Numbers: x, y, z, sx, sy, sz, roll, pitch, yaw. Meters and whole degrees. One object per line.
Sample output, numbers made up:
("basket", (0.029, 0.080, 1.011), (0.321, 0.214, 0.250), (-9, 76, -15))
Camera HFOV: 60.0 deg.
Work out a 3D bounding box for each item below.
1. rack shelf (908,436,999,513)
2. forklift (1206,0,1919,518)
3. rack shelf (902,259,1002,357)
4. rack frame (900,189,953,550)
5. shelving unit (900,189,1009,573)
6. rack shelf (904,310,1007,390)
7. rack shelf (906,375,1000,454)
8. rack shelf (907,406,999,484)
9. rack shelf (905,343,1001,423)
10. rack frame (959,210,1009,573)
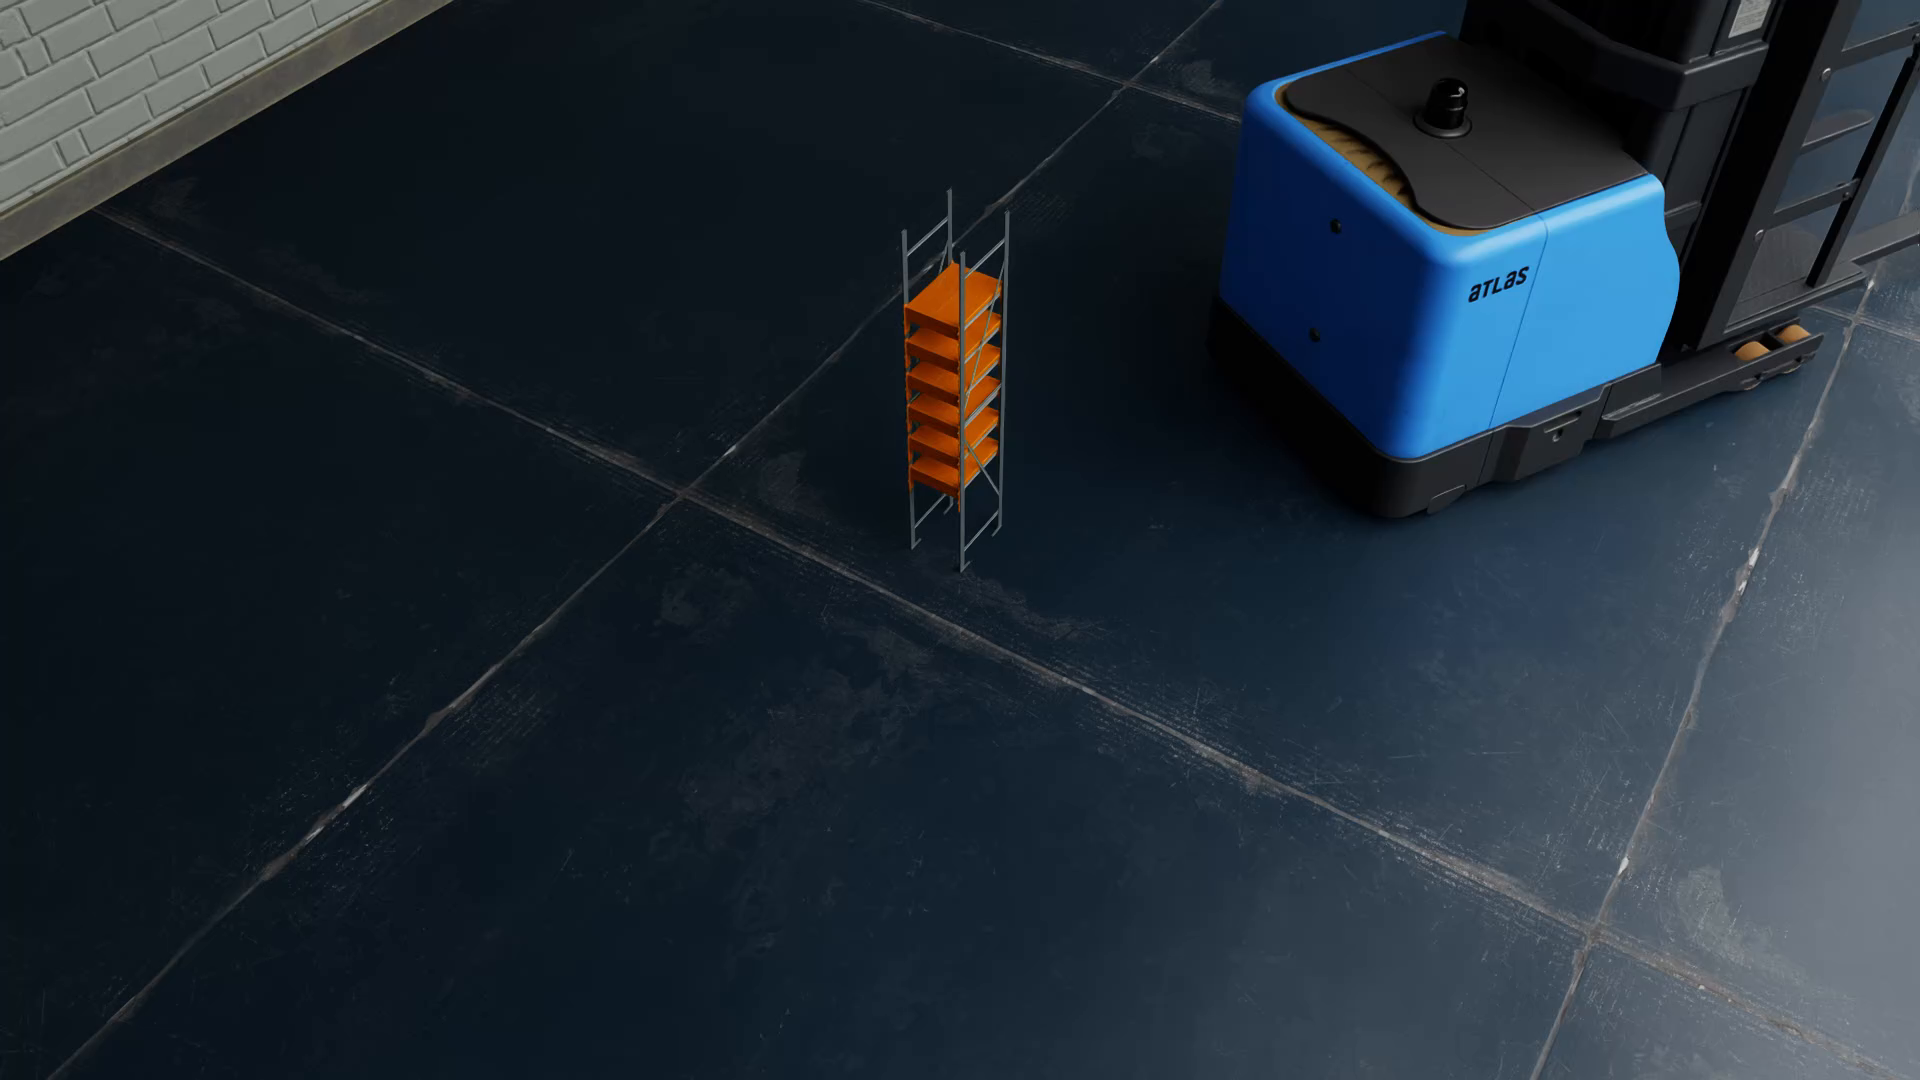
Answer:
("rack shelf", (-0.012, -0.226, 5.029), (0.180, 0.103, 0.258), (25, 51, 22))
("forklift", (2.407, -1.855, 5.008), (3.031, 2.935, 1.130), (-21, 49, -19))
("rack shelf", (-0.012, -0.644, 4.599), (0.180, 0.103, 0.258), (25, 51, 22))
("rack frame", (-0.089, -0.459, 4.860), (0.006, 1.200, 0.240), (25, 51, 22))
("shelving unit", (-0.012, -0.424, 4.825), (0.189, 1.200, 0.258), (25, 51, 22))
("rack shelf", (-0.012, -0.560, 4.685), (0.180, 0.103, 0.258), (25, 51, 22))
("rack shelf", (-0.012, -0.393, 4.857), (0.180, 0.103, 0.258), (25, 51, 22))
("rack shelf", (-0.012, -0.309, 4.943), (0.180, 0.103, 0.258), (25, 51, 22))
("rack shelf", (-0.012, -0.476, 4.771), (0.180, 0.103, 0.258), (25, 51, 22))
("rack frame", (0.065, -0.388, 4.791), (0.006, 1.200, 0.240), (25, 51, 22))
